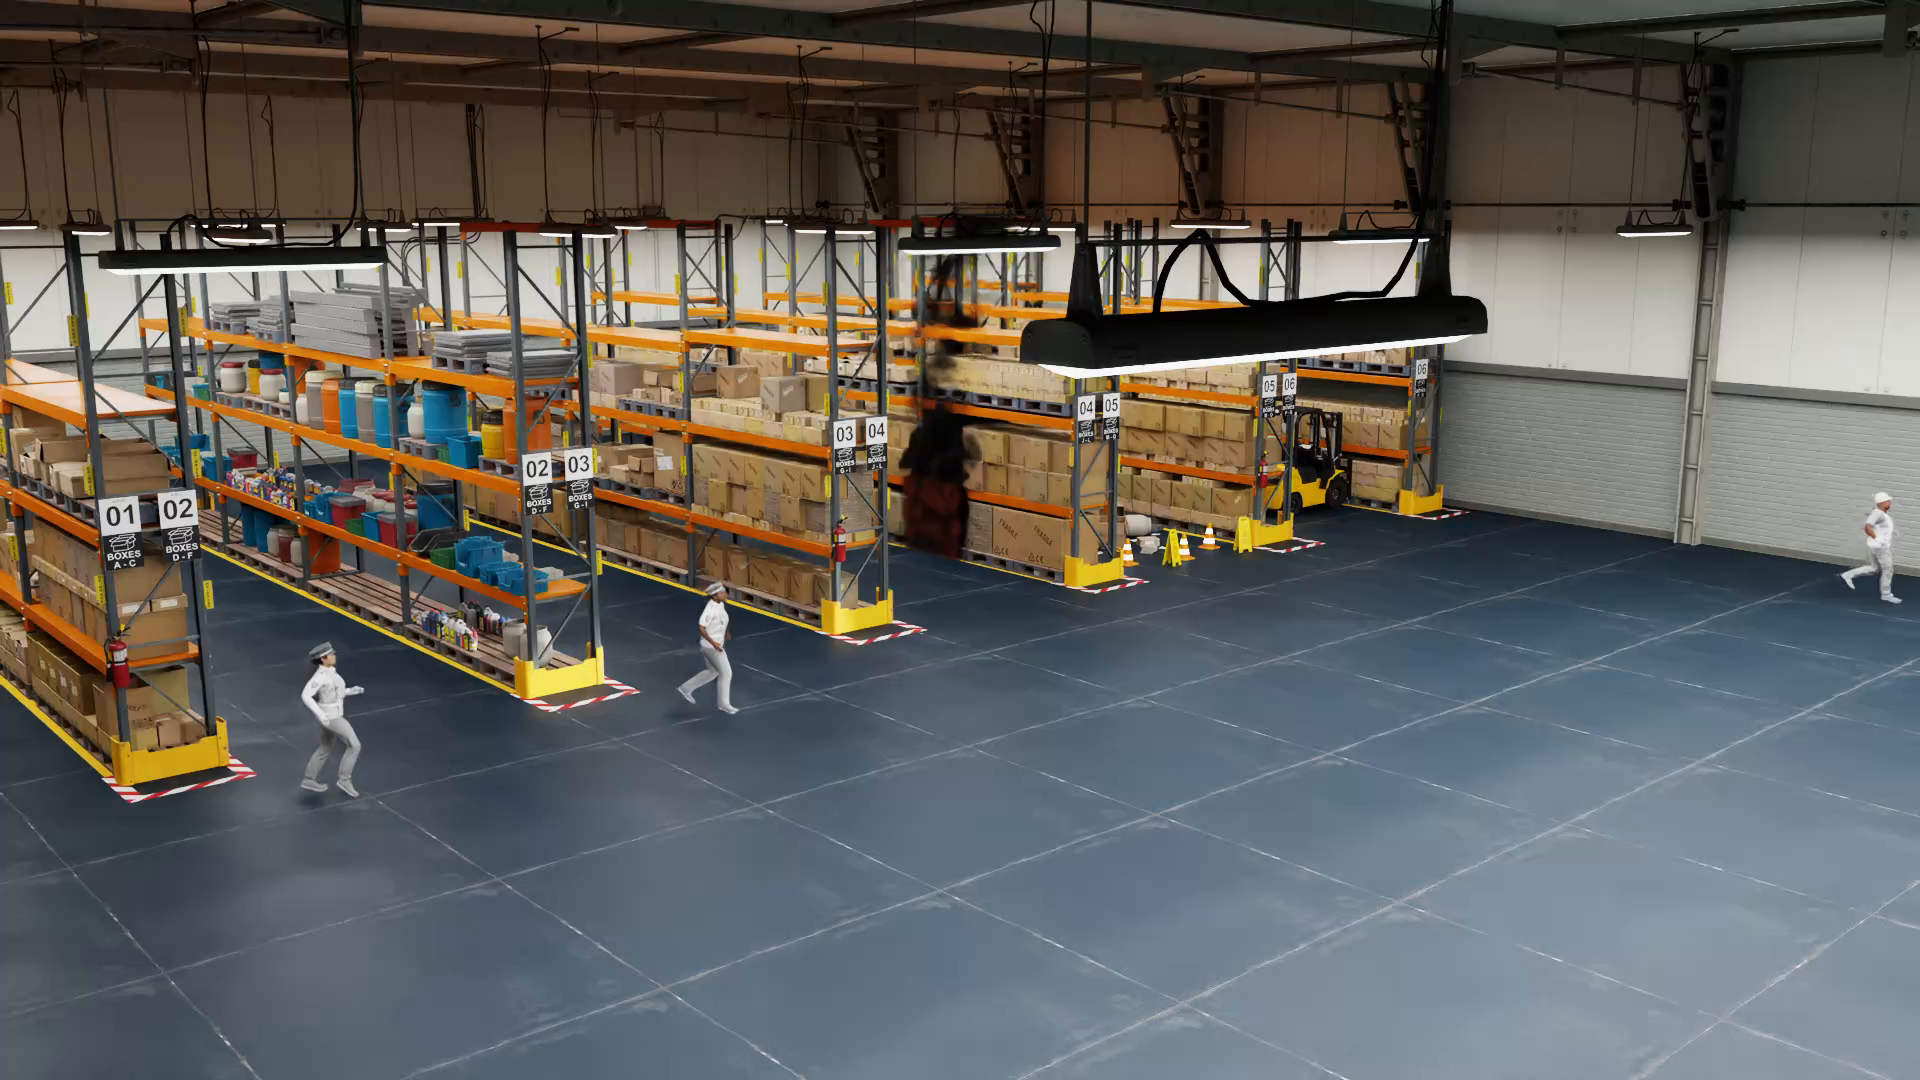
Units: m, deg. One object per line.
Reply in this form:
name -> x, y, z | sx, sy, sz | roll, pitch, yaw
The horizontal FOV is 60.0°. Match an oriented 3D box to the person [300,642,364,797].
person -> -6.791, 1.951, 17.968 | 0.714, 1.738, 0.577 | -4, 12, -20

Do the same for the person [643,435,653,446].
person -> -7.705, -2.716, 41.156 | 0.586, 1.638, 0.740 | 3, 12, 16

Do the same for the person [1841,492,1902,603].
person -> 14.819, 0.108, 26.903 | 0.912, 1.781, 0.682 | 5, 13, 25

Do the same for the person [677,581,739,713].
person -> -3.185, 1.352, 20.974 | 0.756, 1.718, 0.585 | -1, 11, -3
